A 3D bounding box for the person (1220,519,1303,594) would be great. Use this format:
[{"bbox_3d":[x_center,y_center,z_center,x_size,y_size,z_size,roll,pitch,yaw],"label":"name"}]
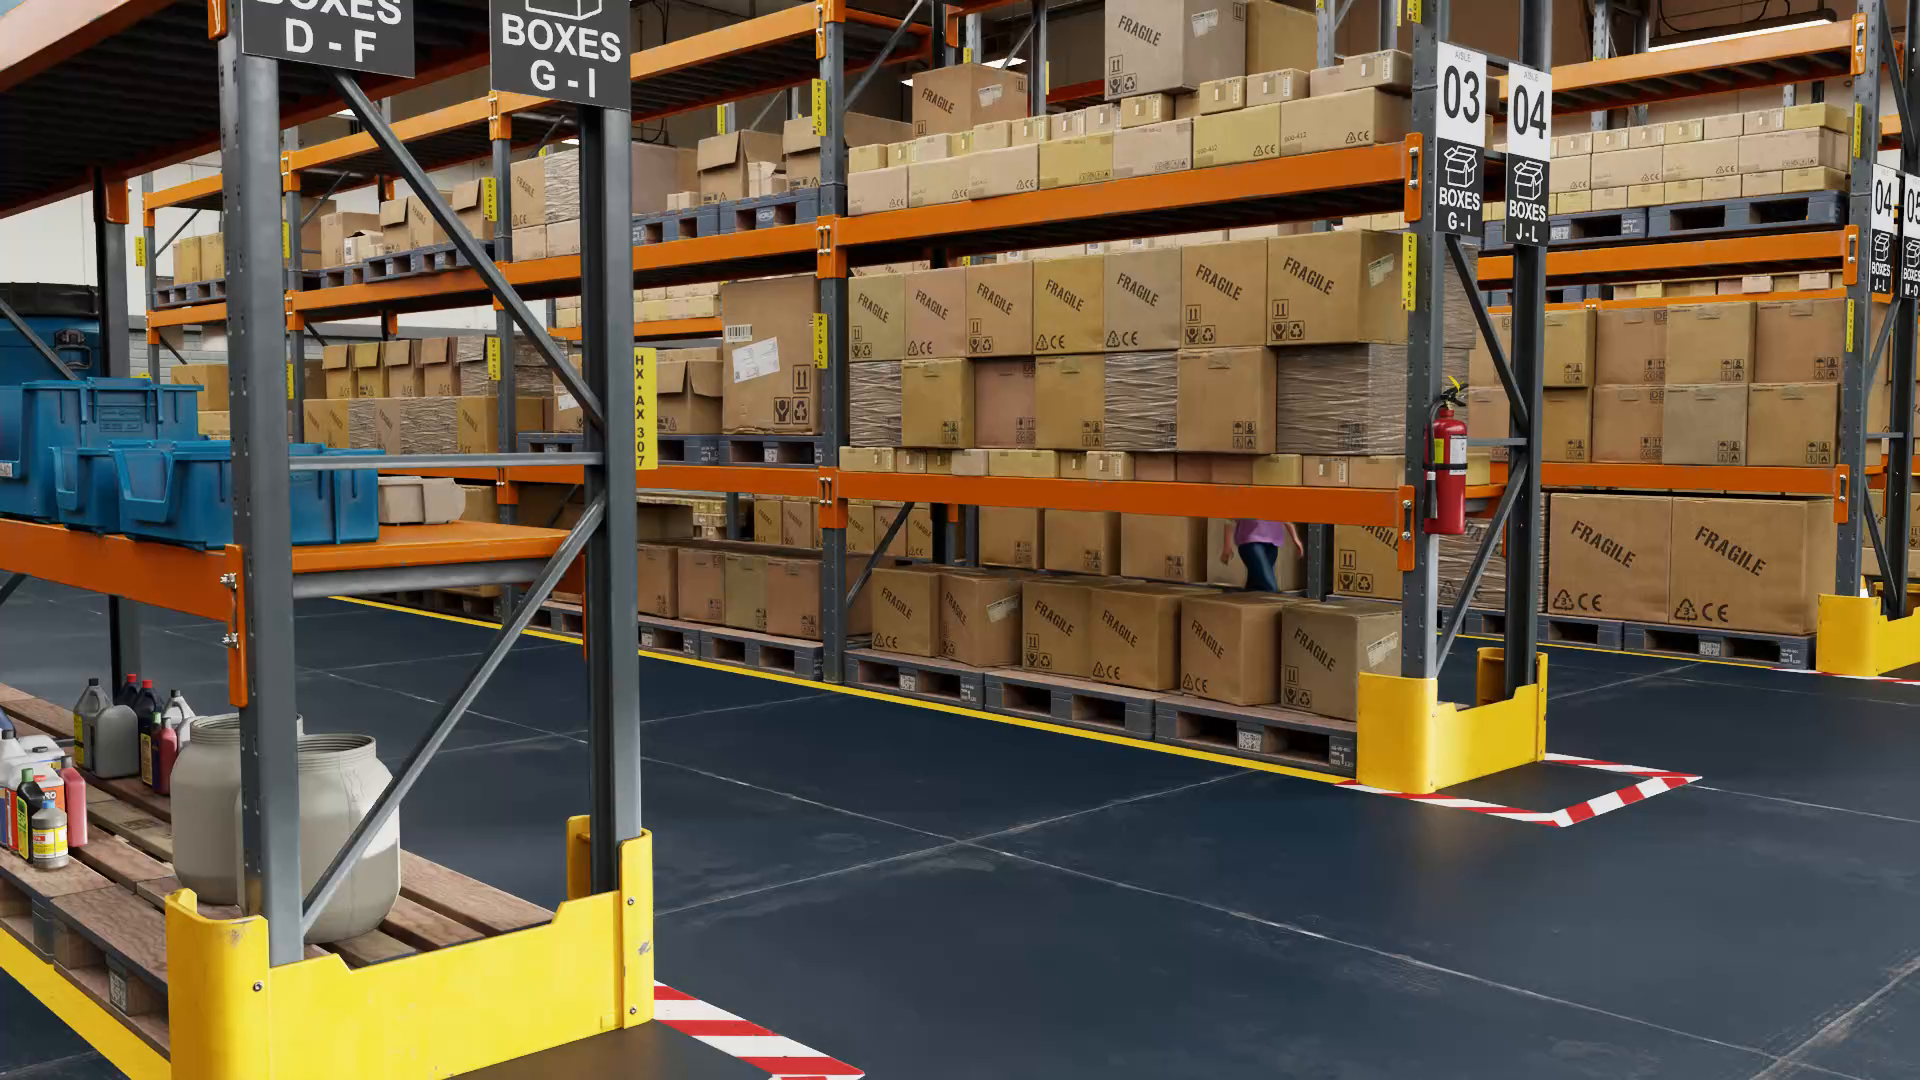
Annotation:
[{"bbox_3d":[1.996,0.013,10.990,0.449,1.545,0.922,-3,5,-36],"label":"person"}]
